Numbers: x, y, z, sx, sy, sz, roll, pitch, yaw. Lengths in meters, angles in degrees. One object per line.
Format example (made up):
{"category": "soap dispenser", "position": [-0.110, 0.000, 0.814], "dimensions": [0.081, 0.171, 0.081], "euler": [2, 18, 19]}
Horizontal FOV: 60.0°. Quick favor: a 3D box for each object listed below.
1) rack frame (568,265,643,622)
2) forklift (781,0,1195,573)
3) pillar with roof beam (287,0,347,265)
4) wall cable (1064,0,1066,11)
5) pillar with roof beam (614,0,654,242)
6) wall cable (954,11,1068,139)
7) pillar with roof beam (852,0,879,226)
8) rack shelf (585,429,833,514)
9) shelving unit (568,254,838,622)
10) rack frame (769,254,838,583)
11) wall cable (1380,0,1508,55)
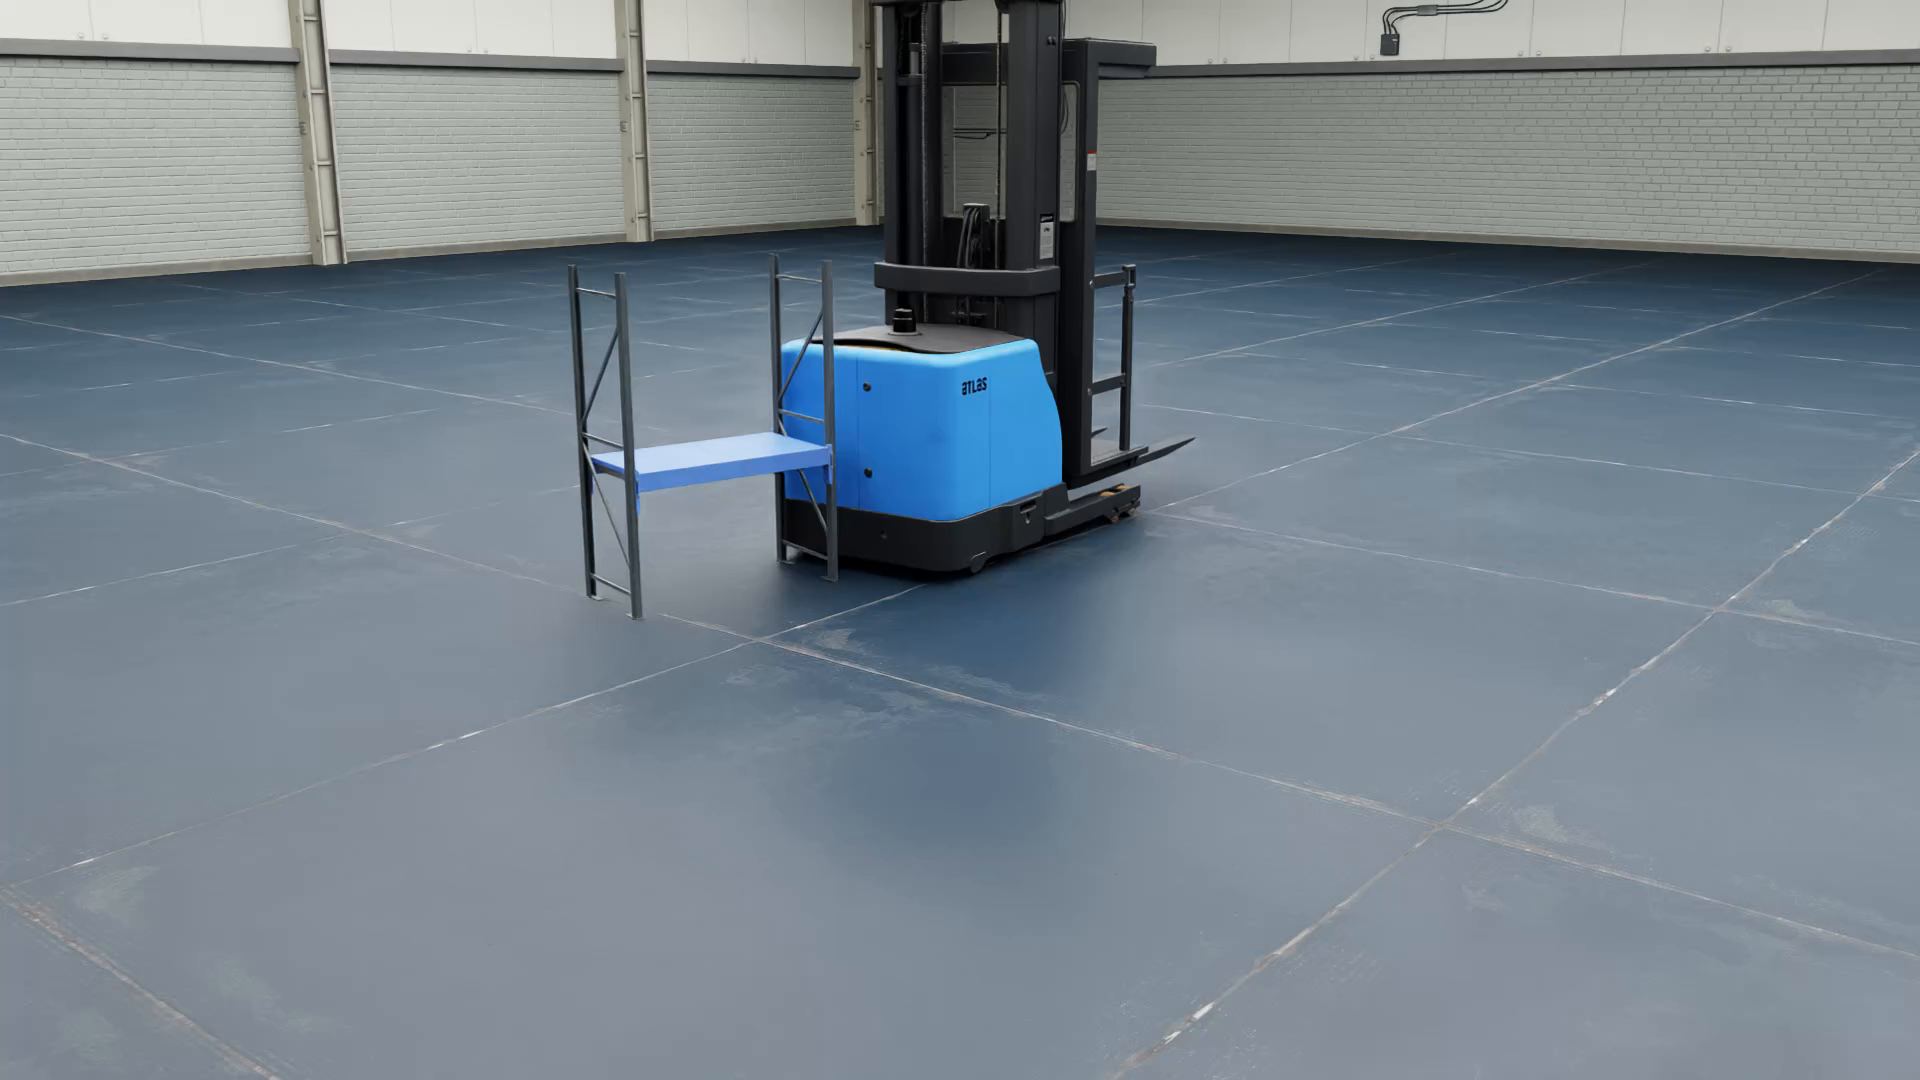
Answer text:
{"category": "rack frame", "position": [-1.545, -0.422, 7.240], "dimensions": [0.032, 1.500, 0.500], "euler": [-11, 18, -36]}
{"category": "forklift", "position": [0.342, -1.575, 8.871], "dimensions": [1.130, 2.935, 3.031], "euler": [9, 17, 32]}
{"category": "pillar with roof beam", "position": [-6.089, -7.832, 21.178], "dimensions": [9.100, 9.000, 0.400], "euler": [11, 18, 38]}
{"category": "wall cable", "position": [3.089, -11.680, 32.374], "dimensions": [3.097, 2.526, 0.112], "euler": [11, 18, 38]}
{"category": "pillar with roof beam", "position": [-2.318, -8.981, 25.701], "dimensions": [9.100, 9.000, 0.400], "euler": [11, 18, 38]}
{"category": "wall cable", "position": [0.985, -9.651, 34.644], "dimensions": [3.097, 2.526, 0.112], "euler": [11, 18, 38]}
{"category": "pillar with roof beam", "position": [1.453, -10.130, 30.224], "dimensions": [9.100, 9.000, 0.400], "euler": [11, 18, 38]}
{"category": "rack shelf", "position": [-1.141, -0.324, 7.584], "dimensions": [1.000, 0.185, 0.538], "euler": [-11, 18, -36]}
{"category": "shelving unit", "position": [-1.141, -0.499, 7.540], "dimensions": [1.048, 1.500, 0.538], "euler": [-11, 18, -36]}
{"category": "rack frame", "position": [-0.738, -0.575, 7.840], "dimensions": [0.032, 1.500, 0.500], "euler": [-11, 18, -36]}
{"category": "wall cable", "position": [8.359, -11.332, 28.048], "dimensions": [2.305, 6.003, 0.169], "euler": [11, 18, 38]}
